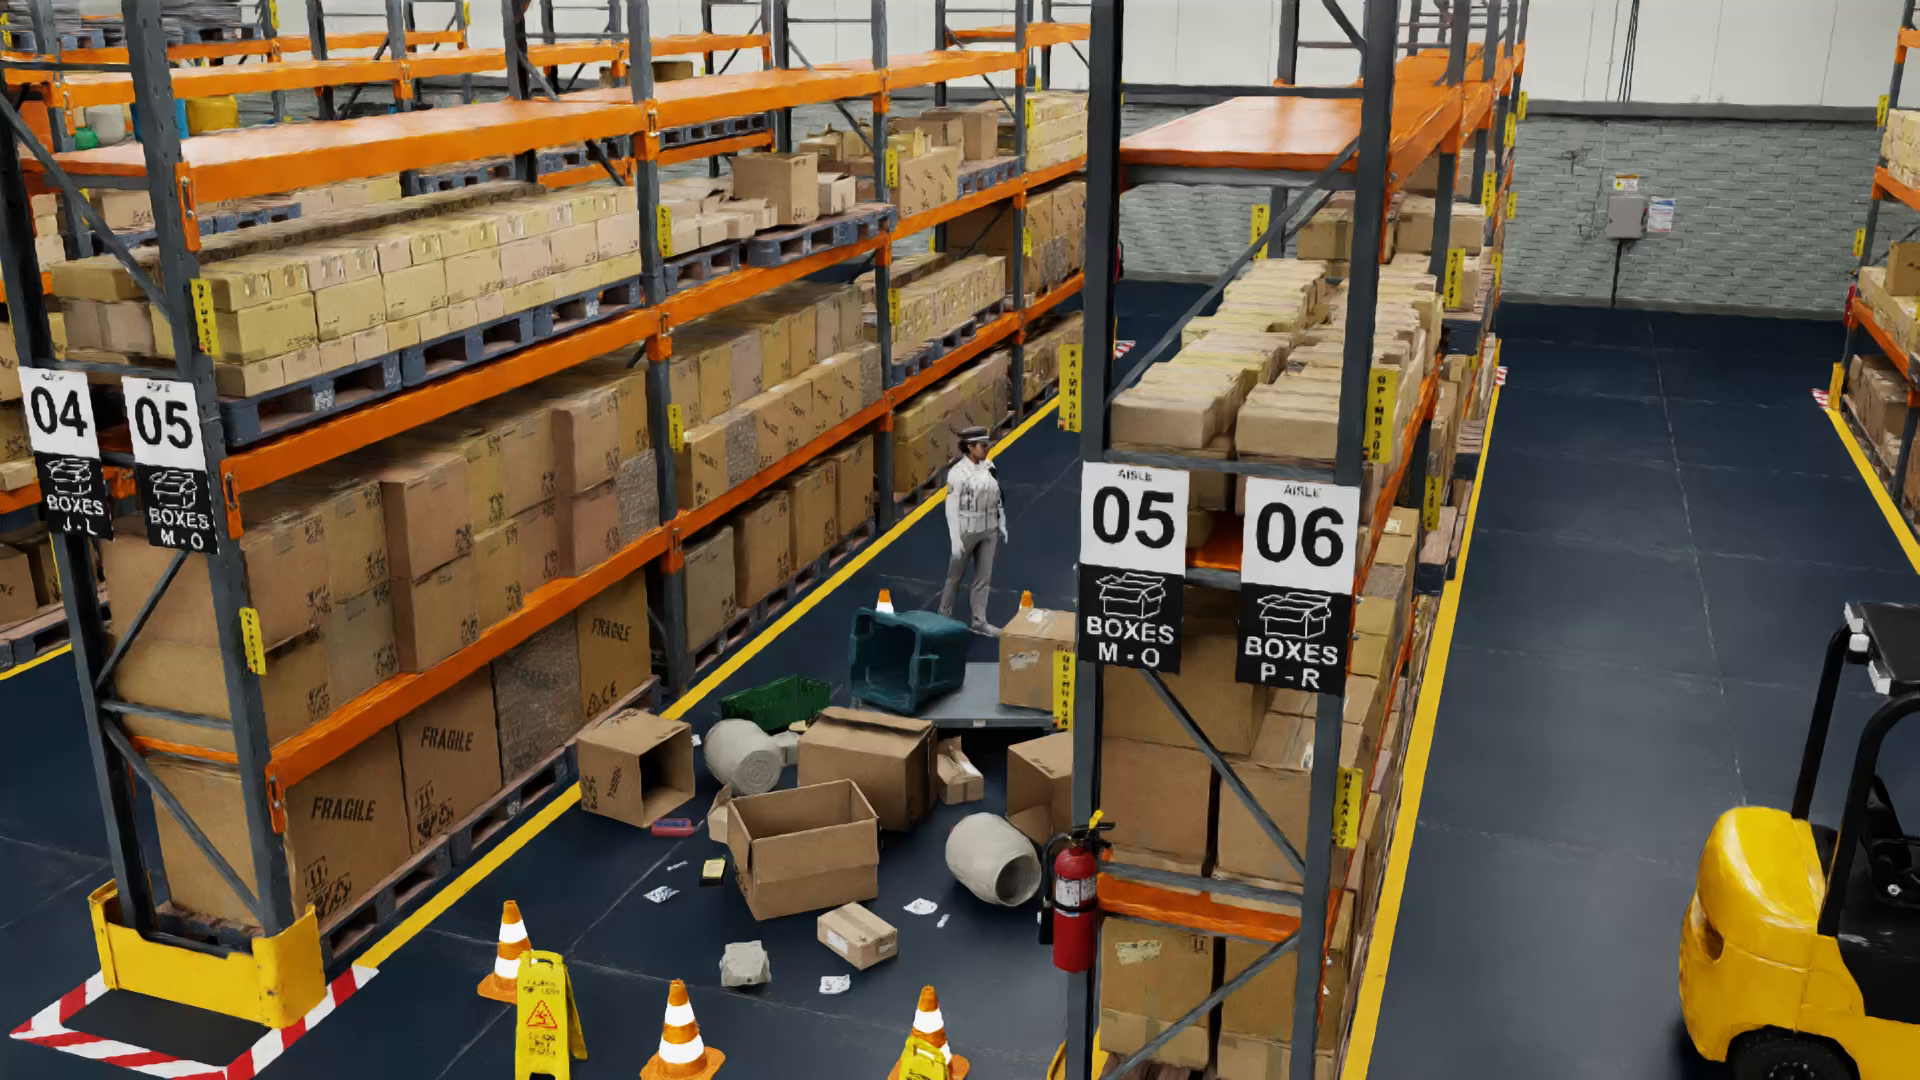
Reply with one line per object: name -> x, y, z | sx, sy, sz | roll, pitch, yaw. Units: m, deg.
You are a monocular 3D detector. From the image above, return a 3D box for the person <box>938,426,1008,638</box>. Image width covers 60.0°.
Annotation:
person -> 0.083, -0.072, 12.756 | 0.635, 1.678, 0.505 | -15, 24, -36
